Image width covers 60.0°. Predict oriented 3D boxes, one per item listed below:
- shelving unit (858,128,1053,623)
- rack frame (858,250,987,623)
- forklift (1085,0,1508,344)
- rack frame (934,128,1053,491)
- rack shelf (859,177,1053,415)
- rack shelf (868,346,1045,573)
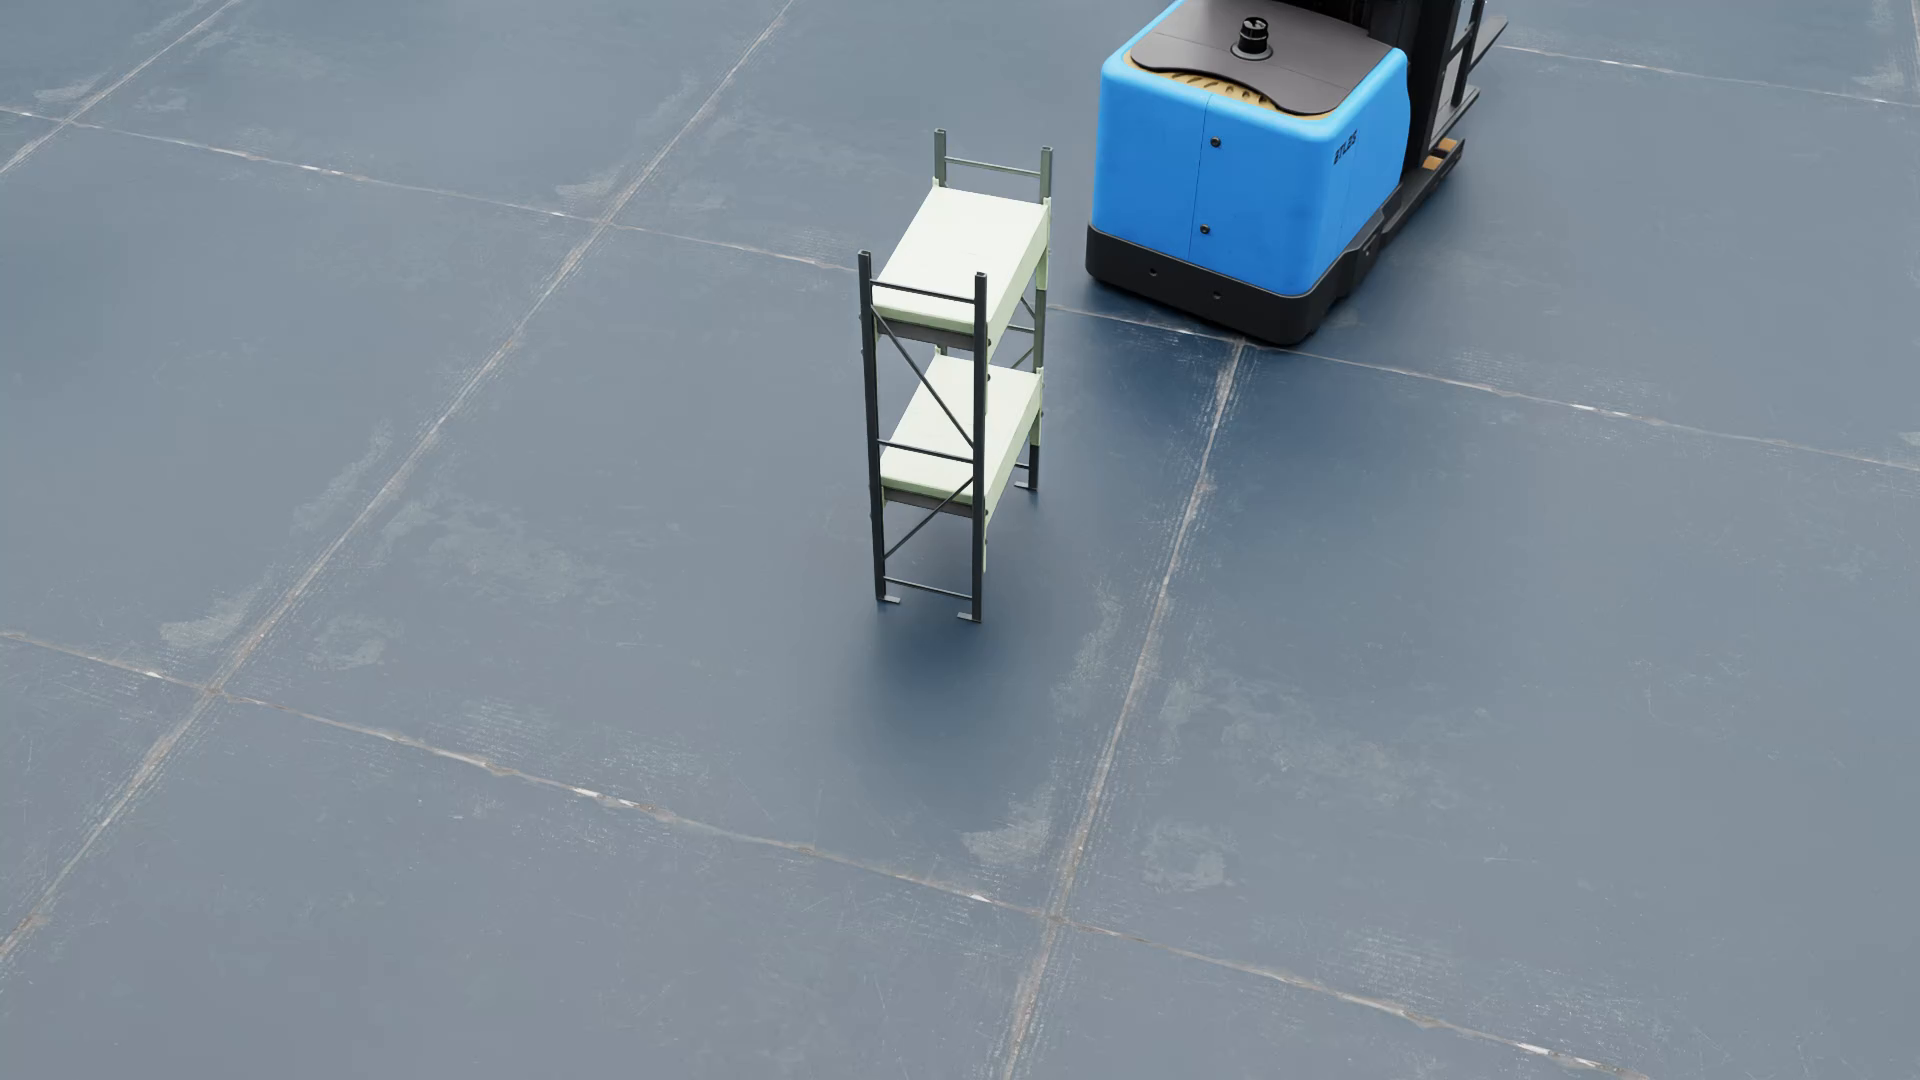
[{"bbox_3d":[-0.002,-0.532,5.721,0.431,1.500,0.755,13,46,12],"label":"shelving unit"},{"bbox_3d":[-0.113,-0.288,5.472,0.400,1.500,0.023,13,46,12],"label":"rack frame"},{"bbox_3d":[1.779,-2.878,7.095,1.130,2.935,3.031,24,49,23],"label":"forklift"},{"bbox_3d":[0.109,-0.776,5.970,0.400,1.500,0.023,13,46,12],"label":"rack frame"},{"bbox_3d":[-0.002,-0.811,5.448,0.431,0.370,0.720,13,46,12],"label":"rack shelf"},{"bbox_3d":[-0.002,-0.299,5.949,0.431,0.370,0.720,13,46,12],"label":"rack shelf"}]
